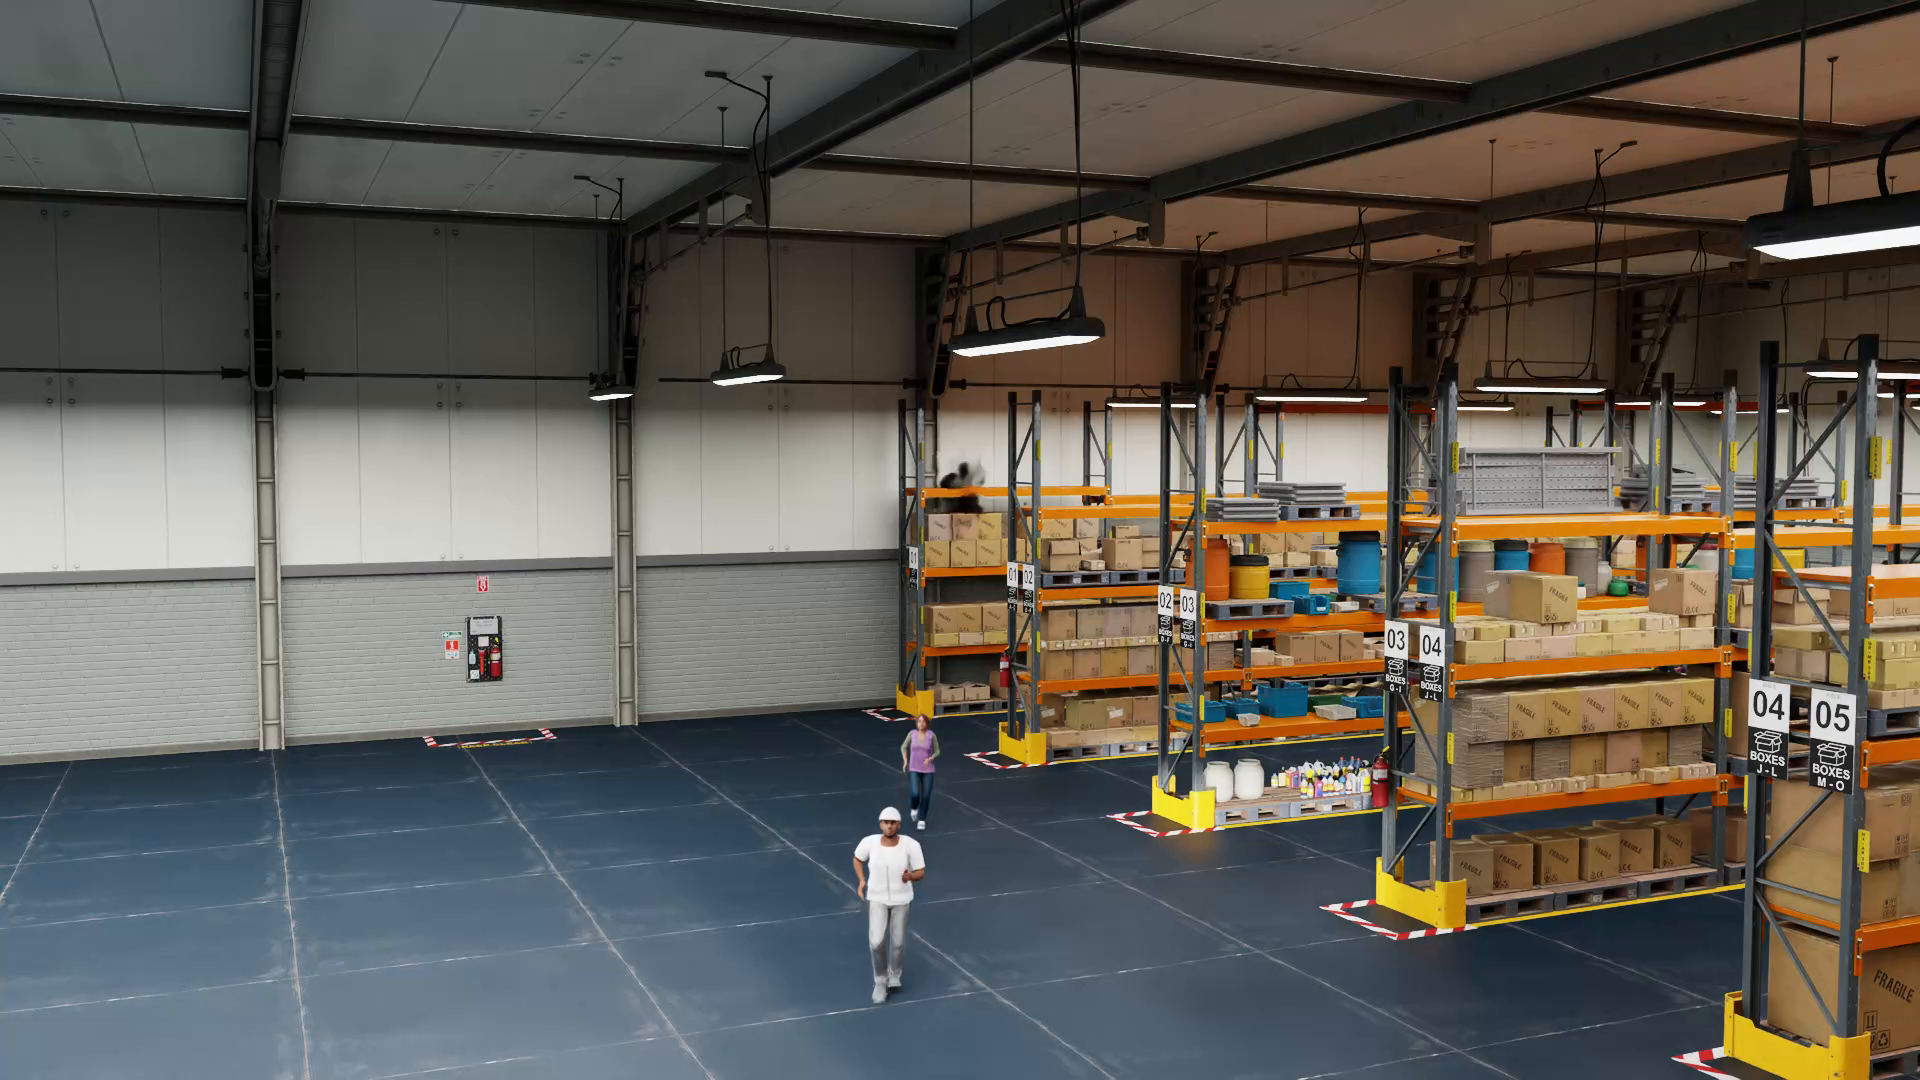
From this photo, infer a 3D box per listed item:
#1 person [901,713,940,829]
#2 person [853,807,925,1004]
[{"bbox_3d":[-0.525,3.087,22.108,0.525,1.557,0.529,0,3,-2],"label":"person"},{"bbox_3d":[-0.659,3.307,15.434,0.674,1.654,0.696,0,3,-2],"label":"person"}]
